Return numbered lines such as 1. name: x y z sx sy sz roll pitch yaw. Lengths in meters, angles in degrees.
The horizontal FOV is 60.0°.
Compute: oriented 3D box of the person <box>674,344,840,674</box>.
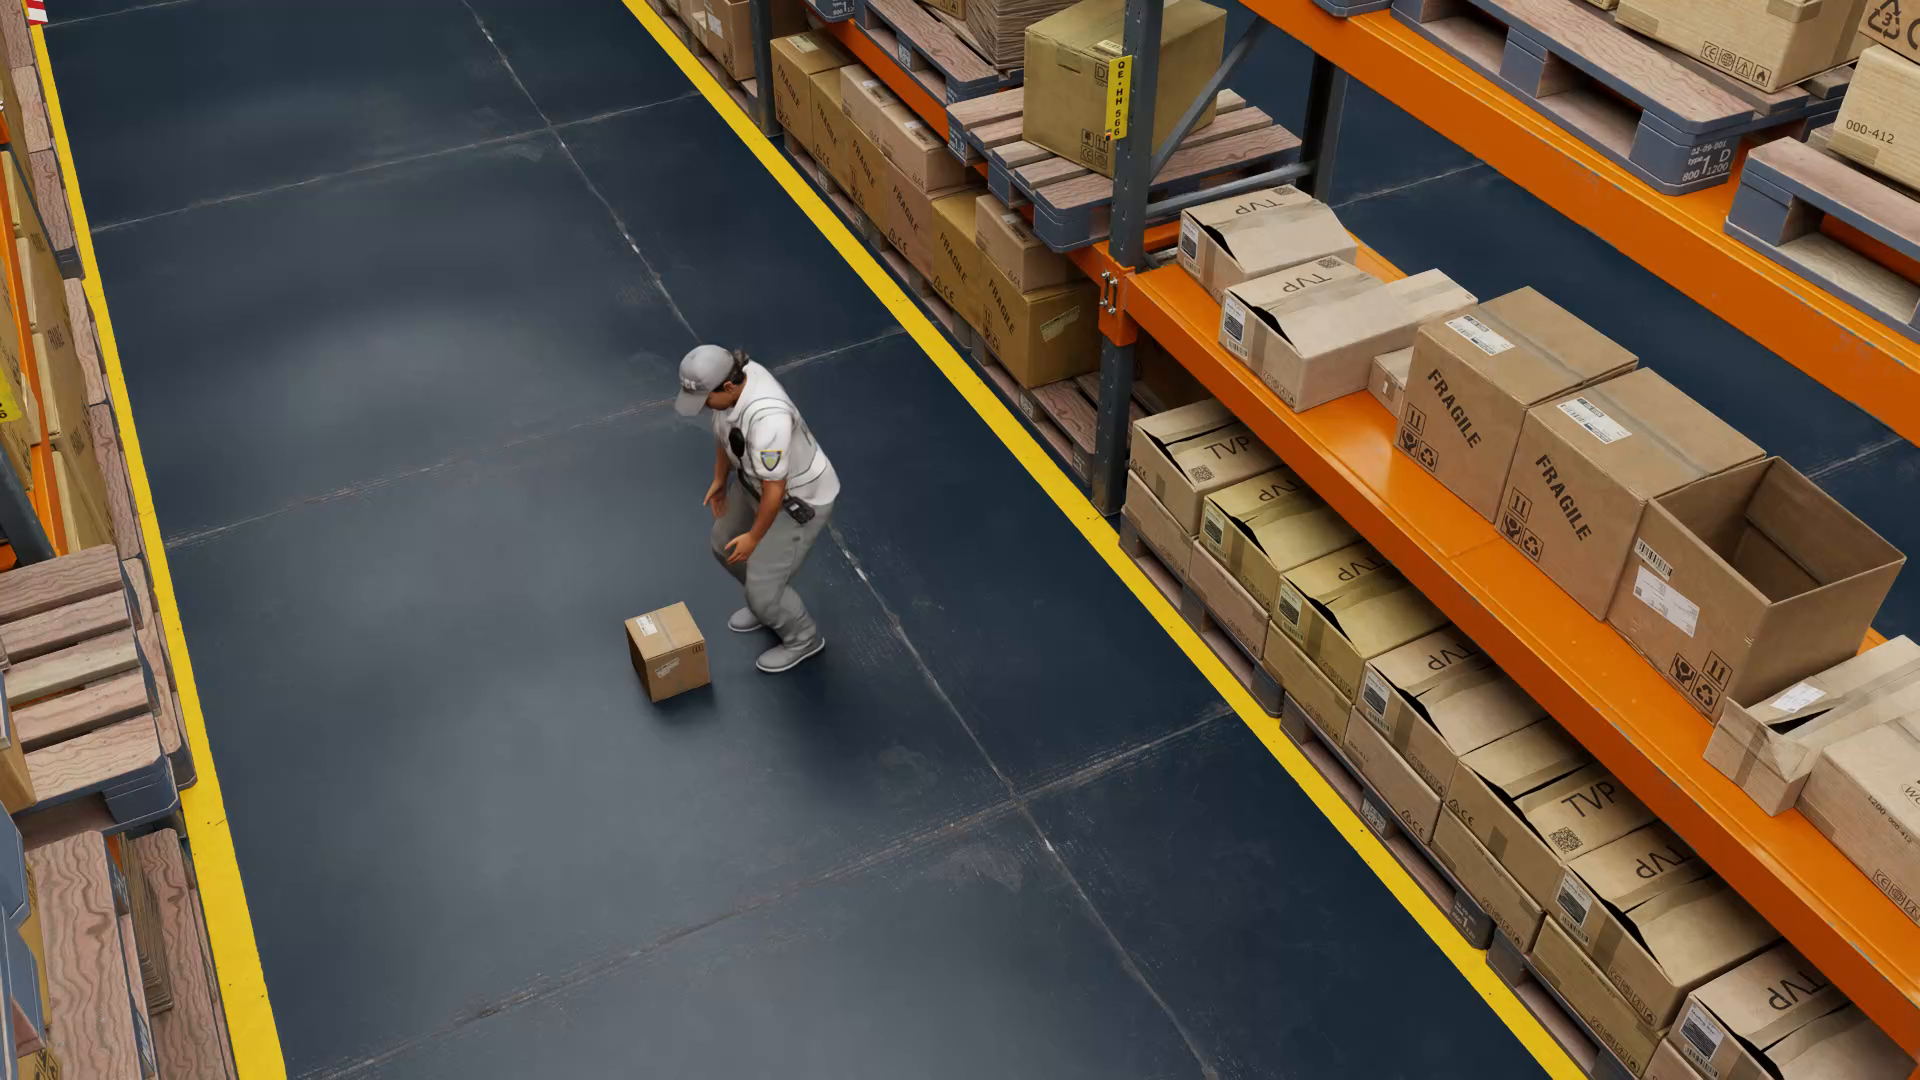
1. person: -0.759 -0.143 6.423 0.591 1.542 0.519 -18 45 -19
